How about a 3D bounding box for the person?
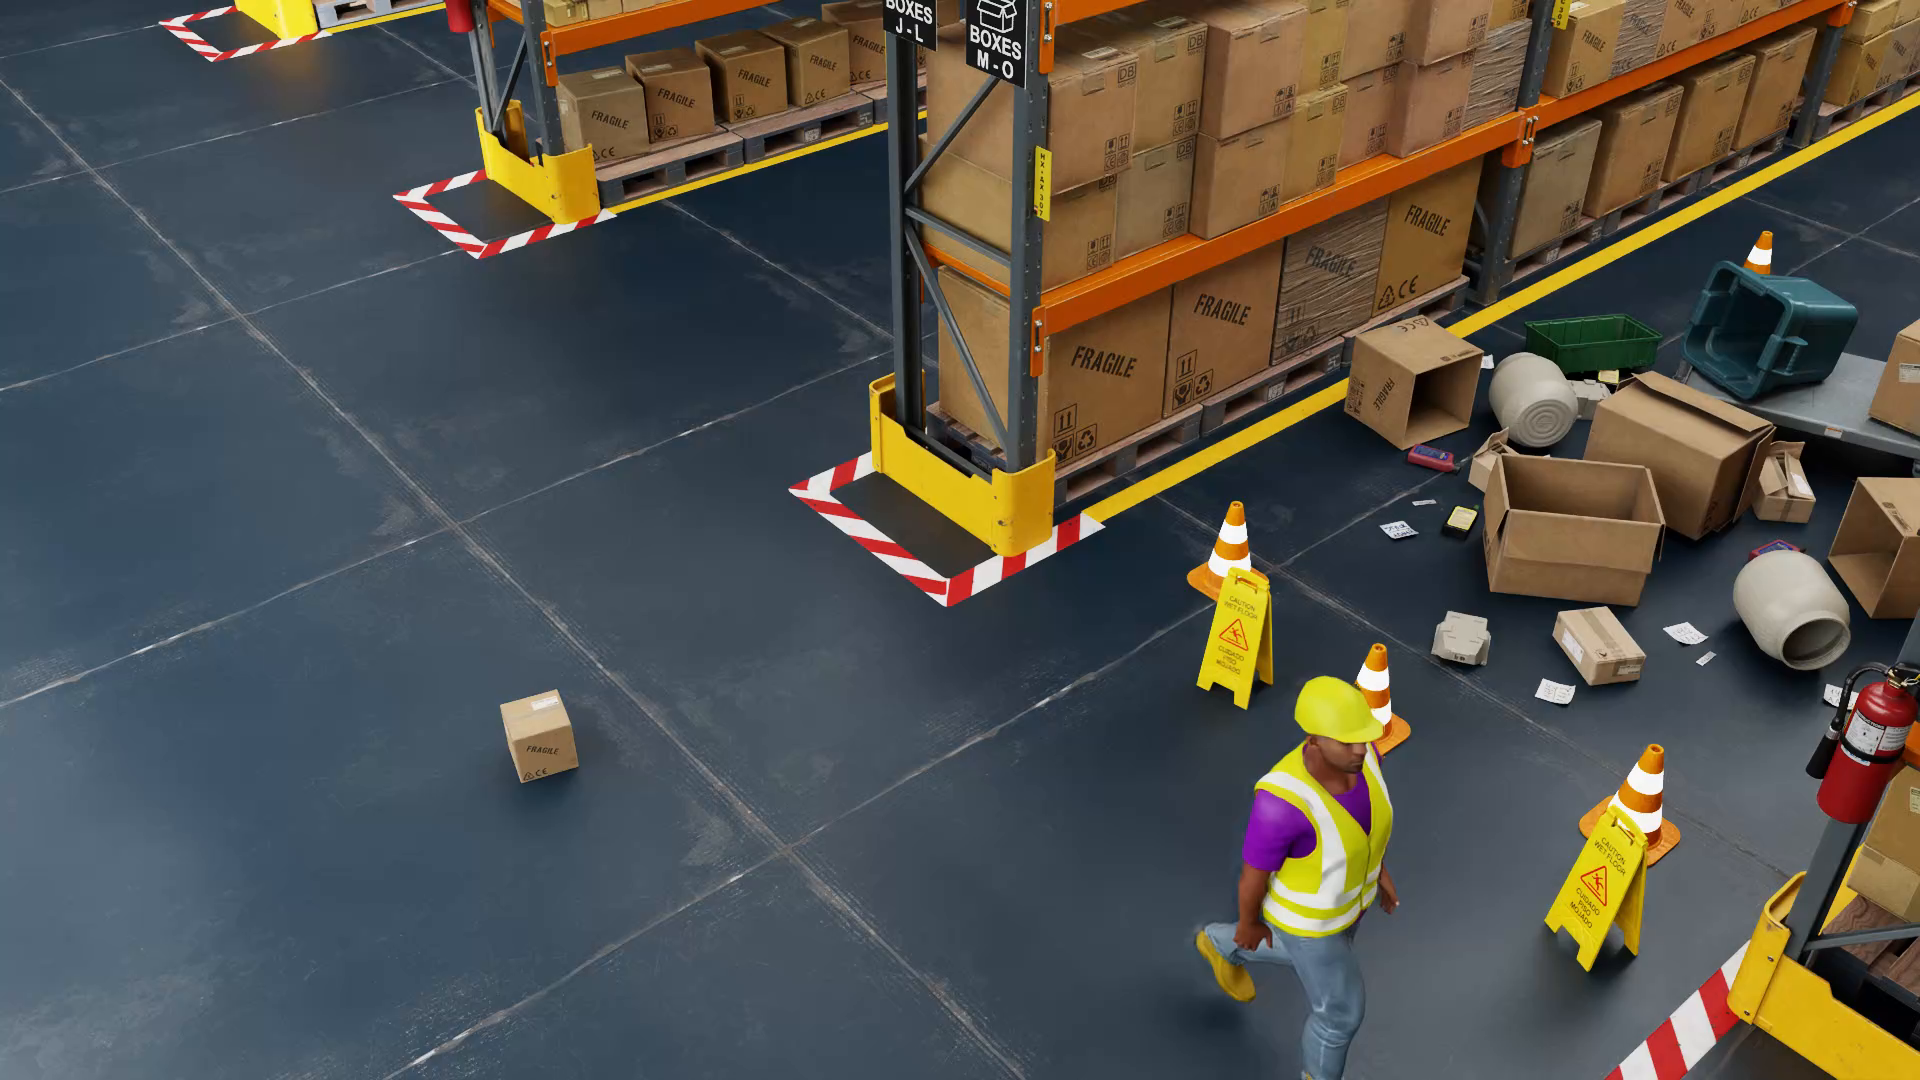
[{"bbox_3d":[1.154,1.149,5.450,0.899,1.736,0.556,27,44,32],"label":"person"}]
